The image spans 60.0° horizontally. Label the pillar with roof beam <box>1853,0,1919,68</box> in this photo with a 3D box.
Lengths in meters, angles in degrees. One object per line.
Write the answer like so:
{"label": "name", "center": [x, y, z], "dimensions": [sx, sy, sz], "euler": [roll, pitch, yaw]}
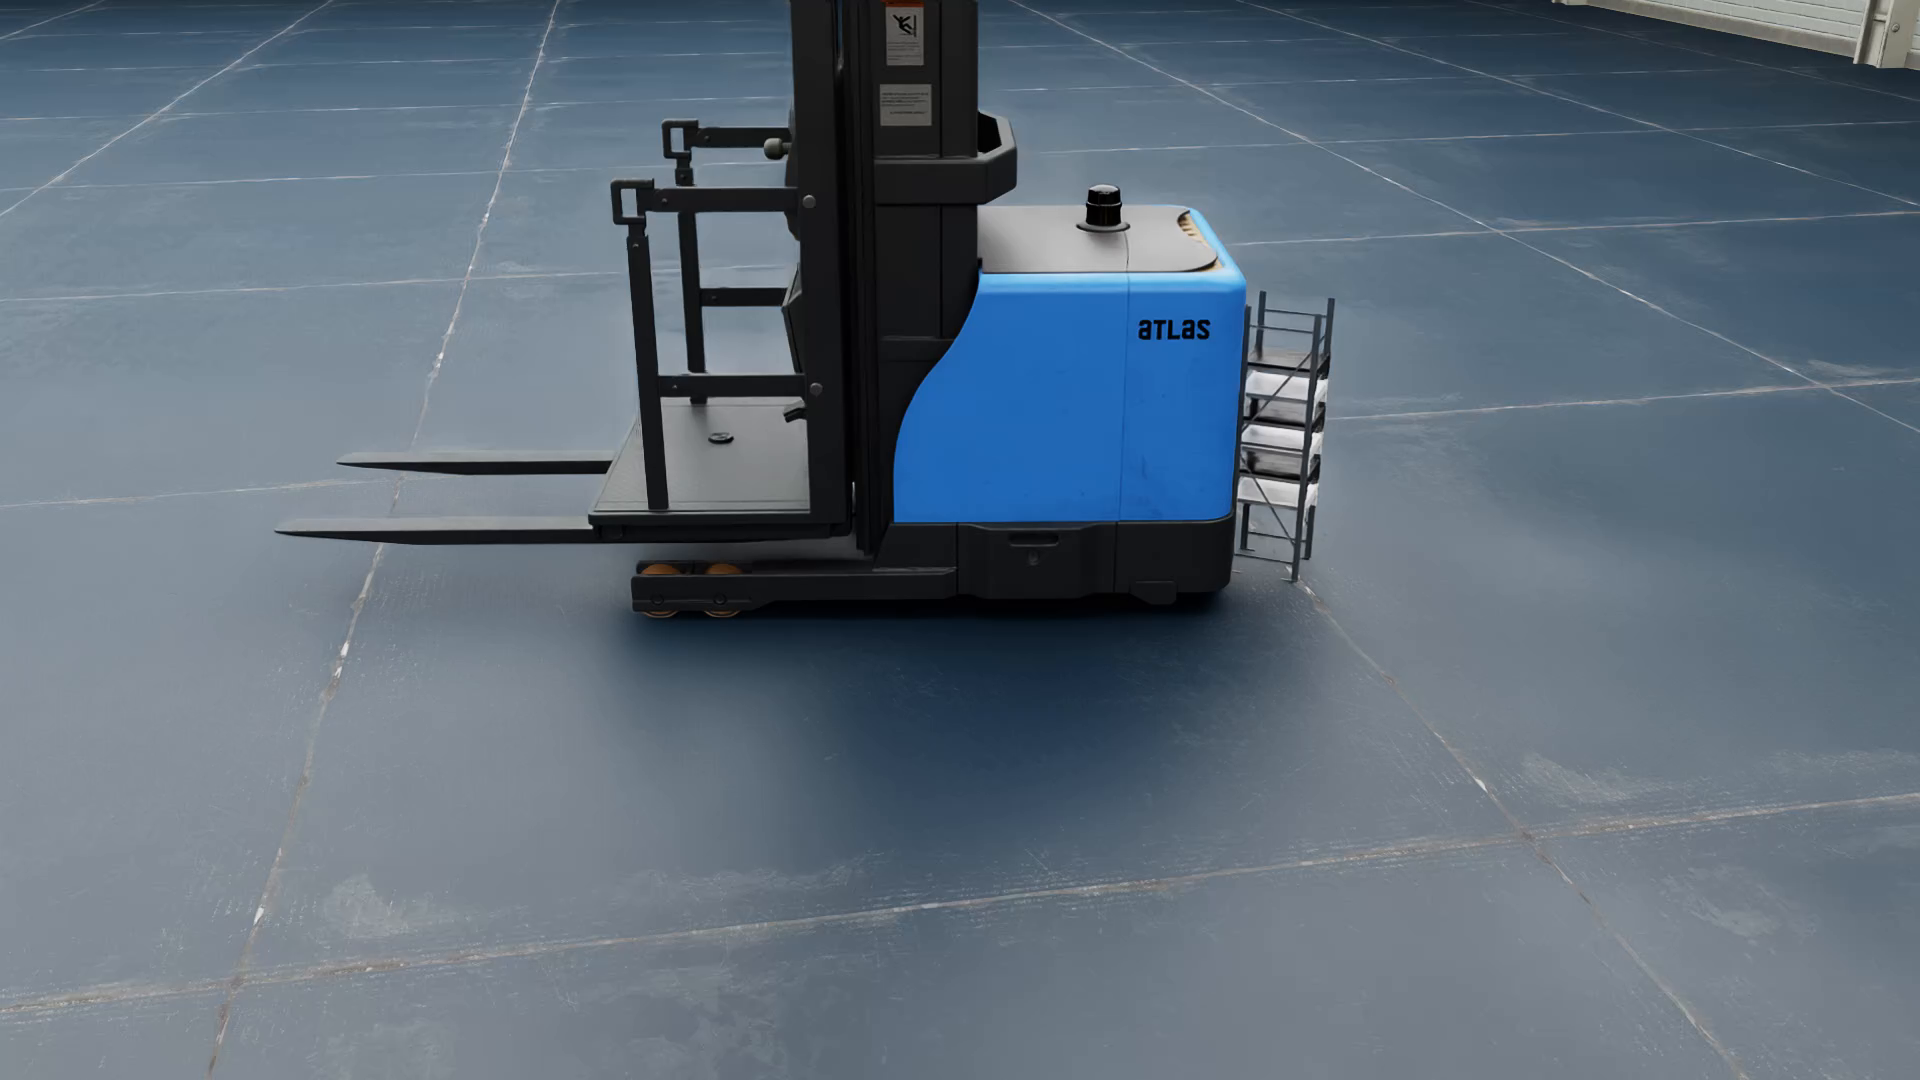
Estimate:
{"label": "pillar with roof beam", "center": [4.955, -8.548, 14.079], "dimensions": [9.100, 9.000, 0.400], "euler": [-4, 24, -10]}

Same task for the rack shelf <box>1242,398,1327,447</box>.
{"label": "rack shelf", "center": [1.032, -0.382, 5.357], "dimensions": [0.258, 0.077, 0.200], "euler": [10, 25, 21]}

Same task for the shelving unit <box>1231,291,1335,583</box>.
{"label": "shelving unit", "center": [1.032, -0.330, 5.379], "dimensions": [0.258, 0.900, 0.210], "euler": [10, 25, 21]}

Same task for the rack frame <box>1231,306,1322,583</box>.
{"label": "rack frame", "center": [0.992, -0.294, 5.293], "dimensions": [0.240, 0.900, 0.006], "euler": [10, 25, 21]}

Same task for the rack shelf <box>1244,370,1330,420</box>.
{"label": "rack shelf", "center": [1.032, -0.465, 5.322], "dimensions": [0.258, 0.077, 0.200], "euler": [10, 25, 21]}

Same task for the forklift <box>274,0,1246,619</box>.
{"label": "forklift", "center": [-0.665, -1.312, 5.091], "dimensions": [3.031, 2.935, 1.130], "euler": [0, 24, -1]}

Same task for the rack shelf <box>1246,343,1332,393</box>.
{"label": "rack shelf", "center": [1.033, -0.548, 5.286], "dimensions": [0.258, 0.077, 0.200], "euler": [10, 25, 21]}

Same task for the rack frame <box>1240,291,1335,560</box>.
{"label": "rack frame", "center": [1.071, -0.367, 5.465], "dimensions": [0.240, 0.900, 0.006], "euler": [10, 25, 21]}

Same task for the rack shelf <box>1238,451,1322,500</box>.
{"label": "rack shelf", "center": [1.031, -0.217, 5.427], "dimensions": [0.258, 0.077, 0.200], "euler": [10, 25, 21]}

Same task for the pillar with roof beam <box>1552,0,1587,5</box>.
{"label": "pillar with roof beam", "center": [3.846, -10.908, 19.482], "dimensions": [9.100, 9.000, 0.400], "euler": [-4, 24, -10]}

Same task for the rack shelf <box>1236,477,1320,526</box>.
{"label": "rack shelf", "center": [1.031, -0.134, 5.463], "dimensions": [0.258, 0.077, 0.200], "euler": [10, 25, 21]}

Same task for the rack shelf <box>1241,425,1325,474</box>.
{"label": "rack shelf", "center": [1.032, -0.299, 5.392], "dimensions": [0.258, 0.077, 0.200], "euler": [10, 25, 21]}
